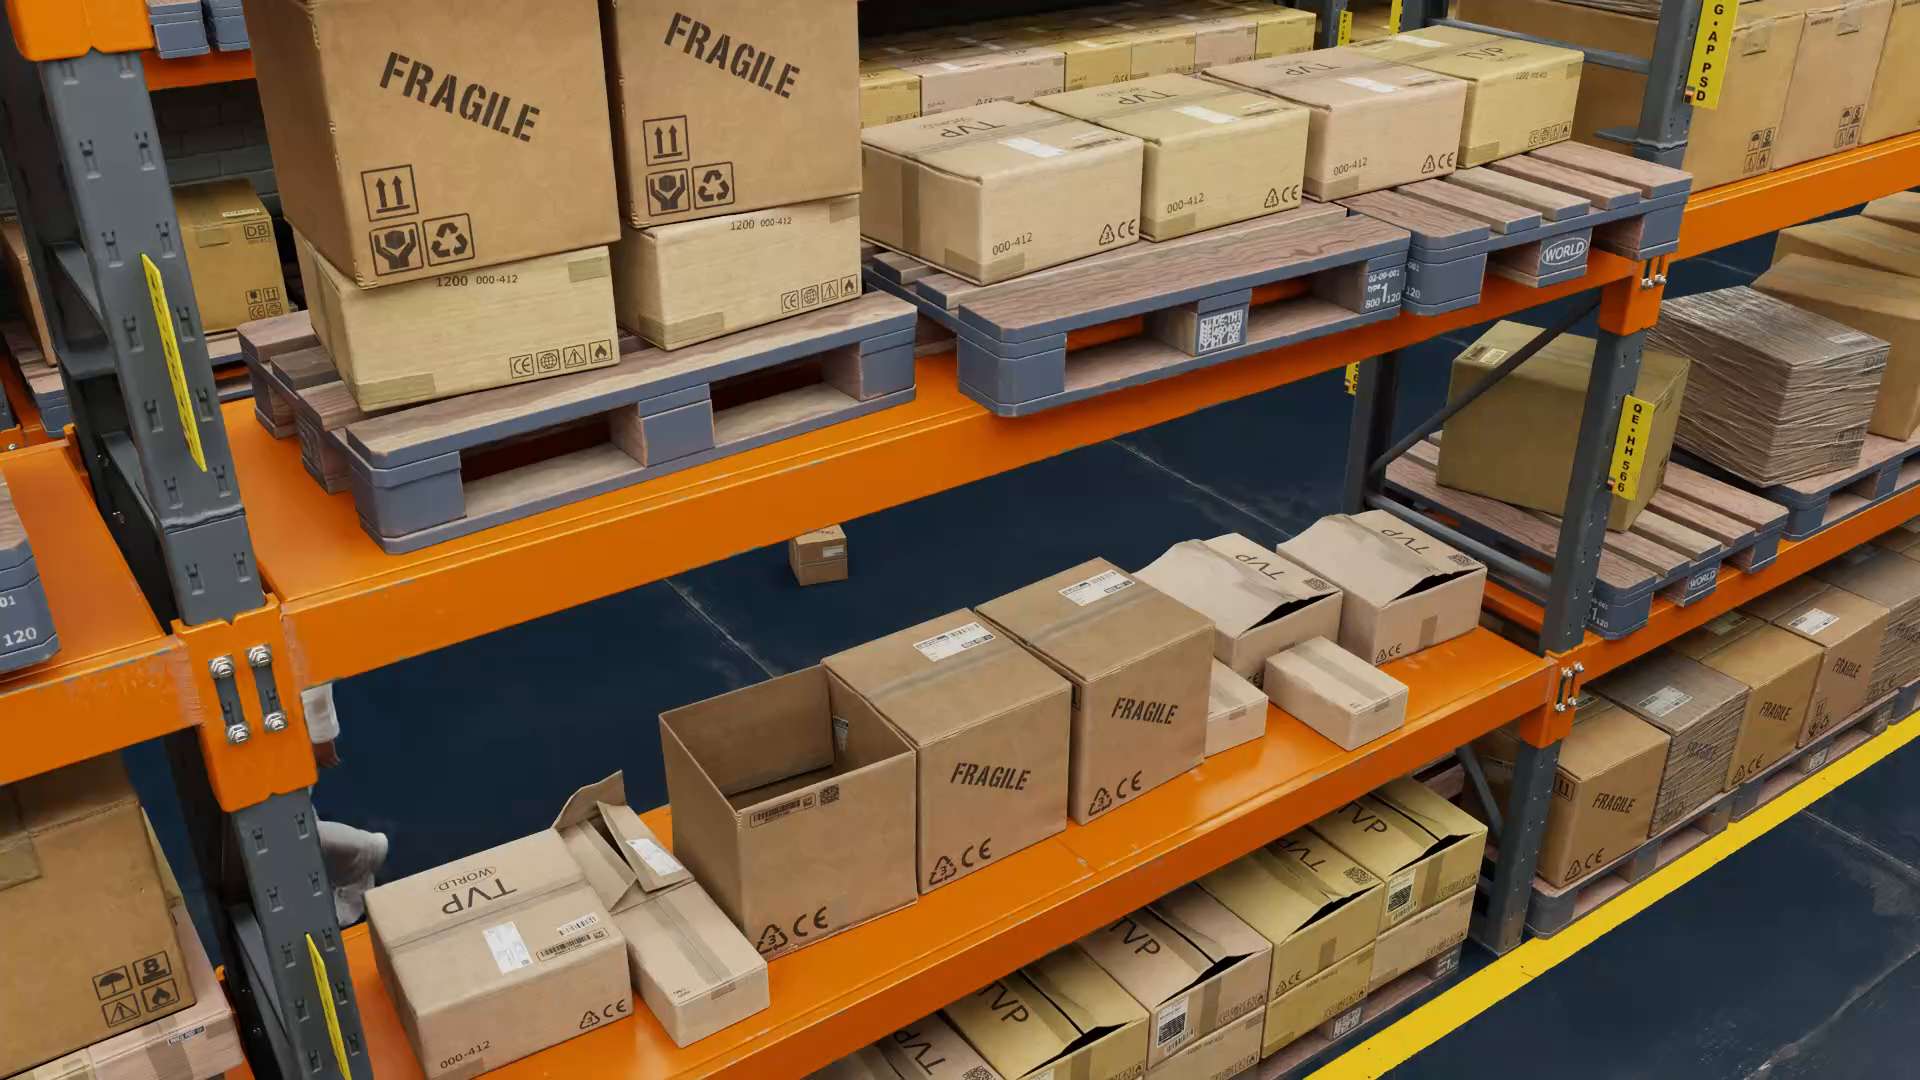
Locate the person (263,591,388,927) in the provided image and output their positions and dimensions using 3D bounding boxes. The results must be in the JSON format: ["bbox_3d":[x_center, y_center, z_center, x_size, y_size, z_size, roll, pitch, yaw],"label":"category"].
[{"bbox_3d":[-2.436,0.635,5.905,0.531,1.776,0.582,-24,36,-37],"label":"person"}]
